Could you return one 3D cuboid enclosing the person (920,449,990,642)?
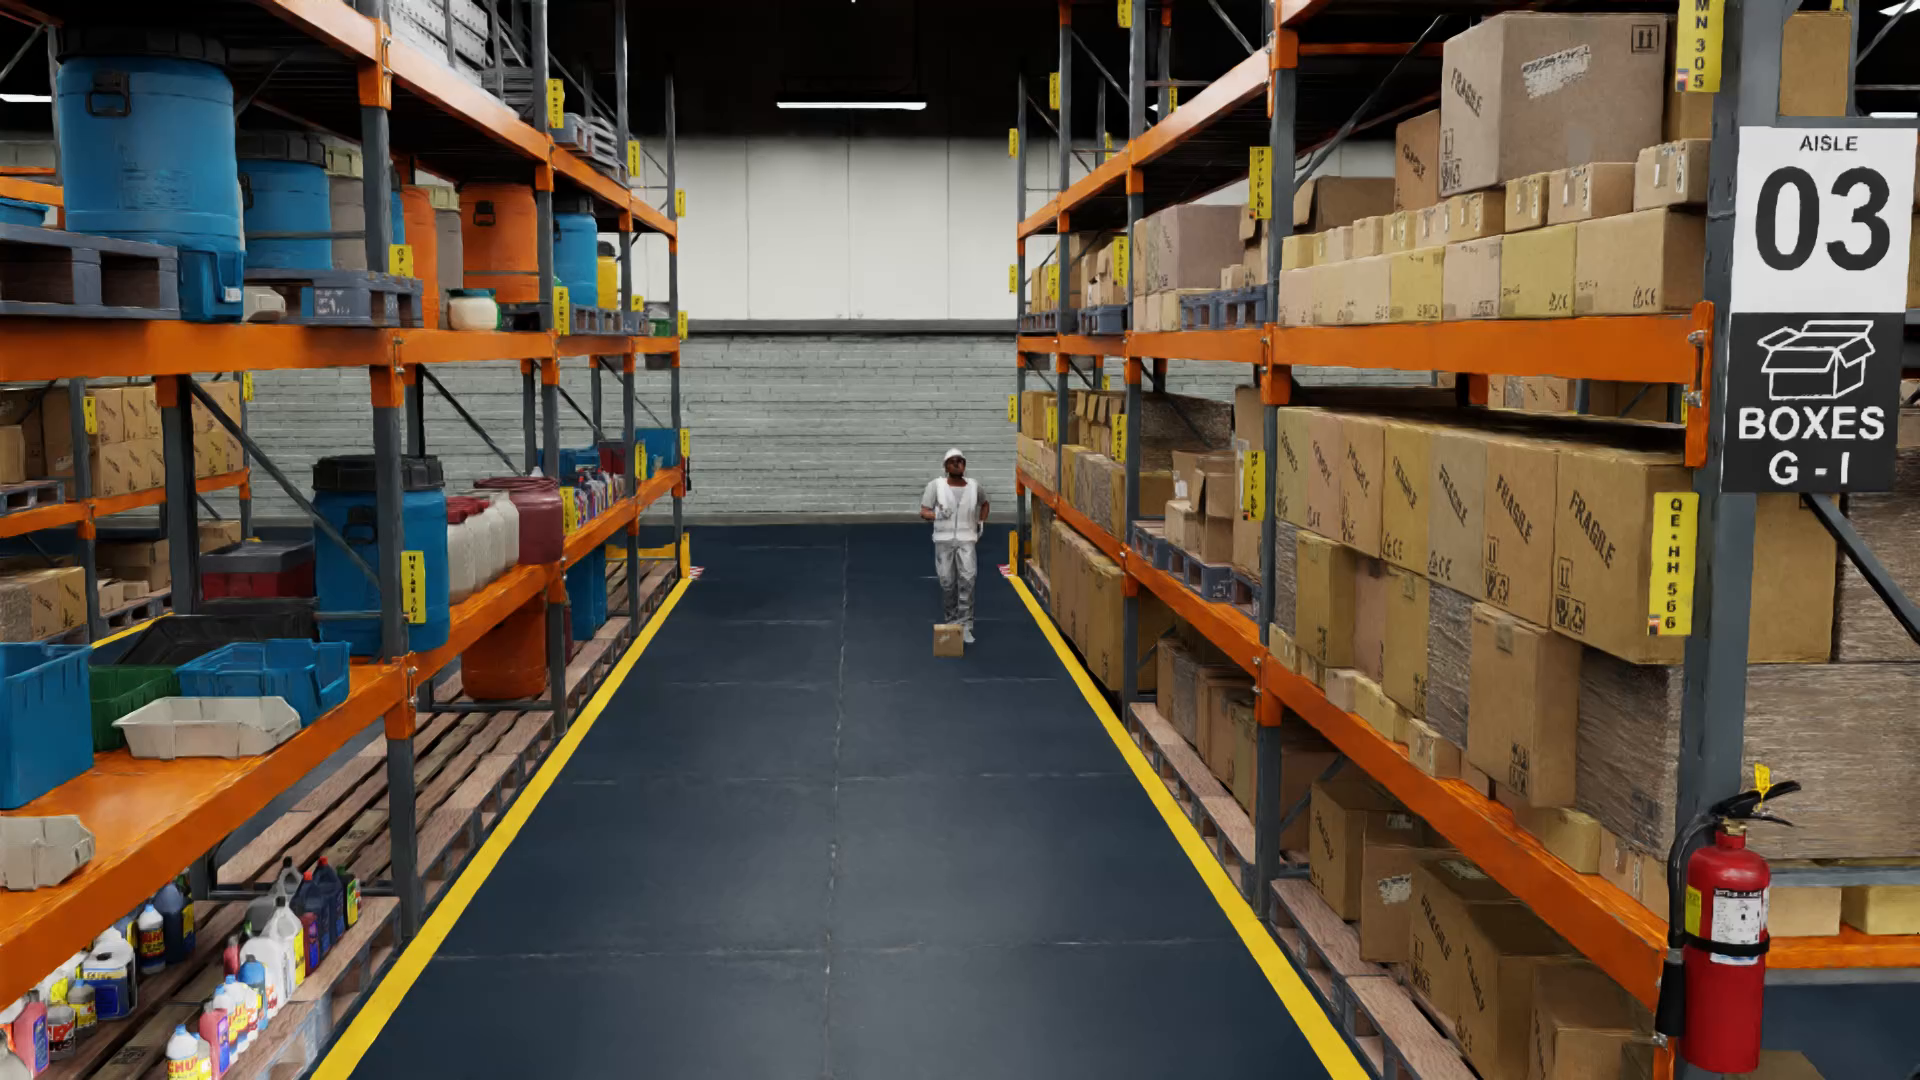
[{"bbox_3d":[-0.042,0.049,15.528,0.656,1.788,0.685,0,7,-1],"label":"person"}]
